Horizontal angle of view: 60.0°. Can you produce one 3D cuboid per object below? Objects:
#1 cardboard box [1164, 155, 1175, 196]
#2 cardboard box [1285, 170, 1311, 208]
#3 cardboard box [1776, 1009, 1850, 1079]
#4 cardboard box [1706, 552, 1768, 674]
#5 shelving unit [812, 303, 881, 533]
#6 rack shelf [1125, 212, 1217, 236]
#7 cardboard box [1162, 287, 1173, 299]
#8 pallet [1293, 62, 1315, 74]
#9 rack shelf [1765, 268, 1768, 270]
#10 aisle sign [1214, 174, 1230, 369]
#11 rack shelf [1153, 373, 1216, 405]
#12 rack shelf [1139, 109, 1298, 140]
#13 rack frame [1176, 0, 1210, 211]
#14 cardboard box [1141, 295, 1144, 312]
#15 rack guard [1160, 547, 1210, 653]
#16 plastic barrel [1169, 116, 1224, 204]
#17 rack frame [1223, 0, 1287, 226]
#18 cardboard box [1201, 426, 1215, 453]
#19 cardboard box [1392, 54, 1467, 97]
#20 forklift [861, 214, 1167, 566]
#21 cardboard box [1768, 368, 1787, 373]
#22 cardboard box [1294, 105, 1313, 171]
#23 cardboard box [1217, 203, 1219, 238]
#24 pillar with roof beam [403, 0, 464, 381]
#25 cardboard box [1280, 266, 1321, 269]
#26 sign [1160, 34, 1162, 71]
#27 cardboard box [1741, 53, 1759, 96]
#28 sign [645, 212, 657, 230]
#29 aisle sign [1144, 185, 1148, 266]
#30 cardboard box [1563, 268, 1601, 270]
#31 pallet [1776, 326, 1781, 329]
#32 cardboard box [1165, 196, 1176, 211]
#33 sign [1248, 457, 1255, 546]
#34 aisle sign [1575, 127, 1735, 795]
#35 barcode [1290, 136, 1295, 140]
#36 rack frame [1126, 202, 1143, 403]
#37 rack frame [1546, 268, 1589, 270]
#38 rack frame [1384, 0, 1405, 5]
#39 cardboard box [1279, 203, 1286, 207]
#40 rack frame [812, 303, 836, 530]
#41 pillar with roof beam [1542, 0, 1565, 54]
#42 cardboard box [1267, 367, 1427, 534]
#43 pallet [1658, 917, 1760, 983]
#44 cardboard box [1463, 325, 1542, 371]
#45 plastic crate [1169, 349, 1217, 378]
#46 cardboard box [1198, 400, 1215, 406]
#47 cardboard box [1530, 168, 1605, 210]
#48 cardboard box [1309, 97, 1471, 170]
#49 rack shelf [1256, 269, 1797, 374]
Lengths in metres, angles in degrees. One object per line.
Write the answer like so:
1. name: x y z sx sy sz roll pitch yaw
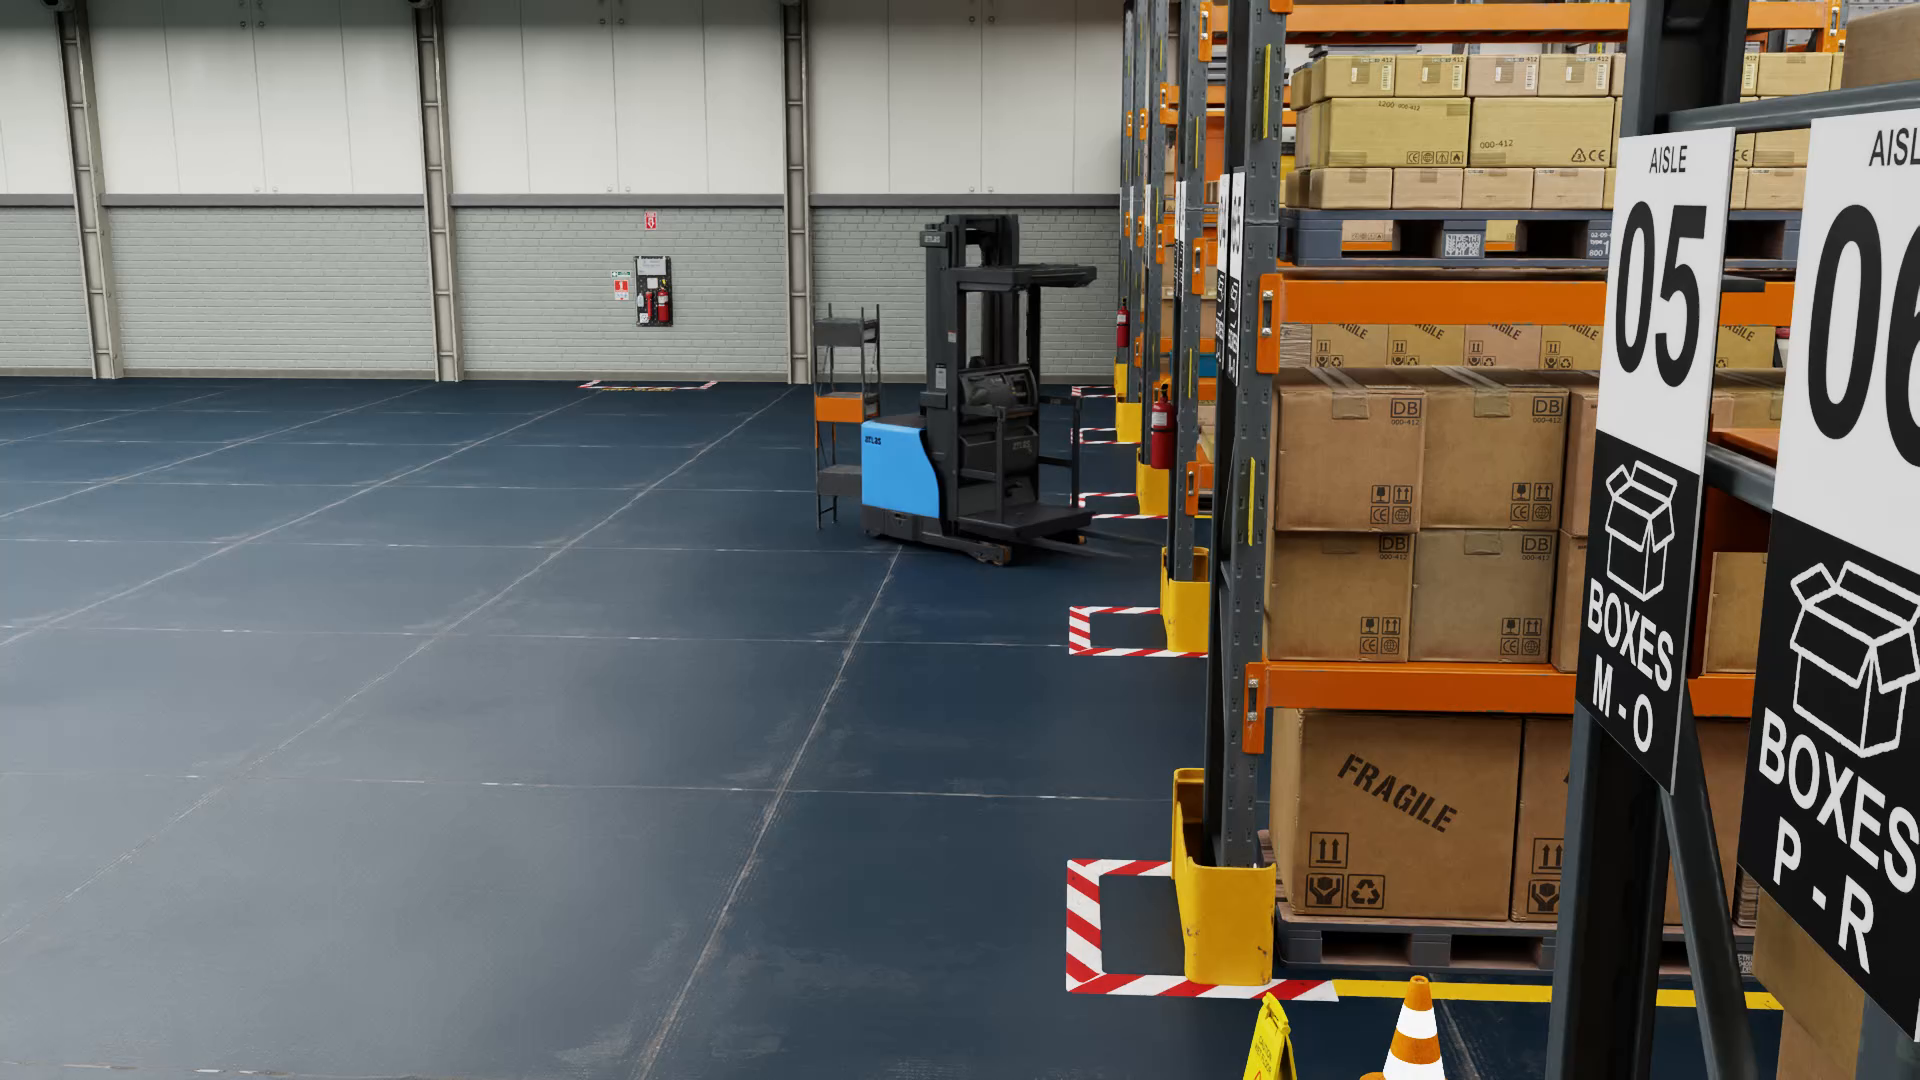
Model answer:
1. cardboard box: 2.820 -4.616 21.044 0.637 0.503 0.797 2 12 8
2. cardboard box: 1.504 -1.461 6.924 0.250 0.149 0.380 1 12 4
3. cardboard box: 1.479 0.973 2.301 0.500 0.500 0.500 1 12 3
4. cardboard box: 3.155 0.162 6.786 0.500 0.550 0.875 1 12 4
5. shelving unit: -1.050 -1.148 15.595 0.503 2.100 0.431 4 13 20
6. rack shelf: 4.570 -4.932 25.935 4.000 0.370 1.077 1 12 4
7. cardboard box: 2.624 -3.149 21.148 0.250 0.149 0.380 1 12 3
8. pallet: 3.859 -4.435 15.912 1.213 0.211 1.003 1 12 4
9. rack shelf: 7.568 -1.842 11.161 4.000 0.370 1.077 1 12 4
10. aisle sign: 1.099 -1.131 6.981 0.004 0.787 0.394 1 12 4
11. rack shelf: 3.908 -1.440 16.567 4.000 0.370 1.077 1 12 4
12. rack shelf: 4.243 -5.193 20.831 4.000 0.370 1.077 1 12 4
13. rack frame: 1.582 -3.744 11.172 0.127 3.000 1.000 1 12 4
14. cardboard box: 3.040 -3.709 25.971 0.500 0.250 0.500 0 12 2
15. rack guard: 1.657 0.417 12.038 0.348 0.500 1.175 1 12 4
16. plastic barrel: 2.406 -3.723 16.322 0.708 0.830 0.600 1 12 4
17. rack frame: 1.149 -2.733 6.335 0.127 3.000 1.000 1 12 4
18. cardboard box: 1.880 -0.723 11.995 0.250 0.149 0.380 1 12 4
19. cardboard box: 1.711 -1.713 6.183 0.250 0.149 0.380 1 12 4
20. forklift: 0.494 -1.334 14.469 3.031 2.935 1.130 11 16 43
21. cardboard box: 3.688 -0.375 6.711 0.550 0.550 0.875 1 12 4
22. cardboard box: 1.656 -1.641 6.815 0.500 0.250 0.500 1 12 4
23. cardboard box: 2.080 -2.248 11.711 0.500 0.250 0.500 1 12 5
24. pillar with roof beam: -8.930 -6.232 23.064 0.548 9.000 9.100 1 12 4
25. cardboard box: 4.293 -3.486 21.178 0.500 0.500 0.700 1 12 4
26. sign: 1.871 -4.542 15.494 0.005 0.325 0.100 1 12 4
27. cardboard box: 2.729 -1.699 6.116 0.250 0.149 0.380 1 12 3
28. sign: -5.120 -5.290 27.550 0.199 0.298 0.001 1 12 4
29. aisle sign: 1.861 -3.154 16.652 0.004 0.787 0.394 1 12 4
30. cardboard box: 9.528 -4.005 25.752 0.500 0.500 0.700 0 12 -2
31. pallet: 10.910 -2.633 20.982 1.003 0.211 1.213 1 12 4
32. cardboard box: 3.425 -5.300 25.644 0.500 0.500 0.500 2 12 8
33. sign: 1.106 -0.145 6.311 0.005 0.325 0.100 1 12 4
34. aisle sign: 0.877 -0.116 2.129 0.004 0.787 0.394 1 12 4
35. barcode: 5.207 -6.294 26.047 0.075 0.075 0.001 1 12 4
36. rack frame: 2.247 -2.832 21.461 0.127 3.000 1.000 1 12 4
37. rack frame: 5.904 -1.765 16.362 0.127 3.000 1.000 1 12 4
38. rack frame: 6.566 -6.725 25.423 0.127 3.000 1.000 1 12 4
39. cardboard box: 2.045 -2.143 11.211 0.500 0.250 0.500 1 12 5
40. rack frame: -1.278 -1.165 15.678 0.015 2.100 0.400 4 13 20
41. pillar with roof beam: 9.030 -5.986 21.887 0.548 9.000 9.100 1 12 4
42. cardboard box: 1.517 -0.385 6.761 0.550 0.550 0.875 1 12 4
43. pallet: 3.166 1.581 7.176 1.213 0.211 1.003 1 12 4
44. cardboard box: 3.609 -1.408 11.244 0.500 0.500 0.500 1 12 4
45. plastic crate: 2.432 -1.801 16.898 0.616 0.251 0.499 1 12 4
46. cardboard box: 3.266 -1.999 21.340 0.500 0.500 0.500 1 12 4
47. cardboard box: 2.227 -1.315 6.230 0.250 0.149 0.380 1 12 4
48. cardboard box: 1.614 -1.532 6.291 0.500 0.250 0.500 1 12 4
49. rack shelf: 3.145 -0.885 6.585 4.000 0.370 1.077 1 12 4
